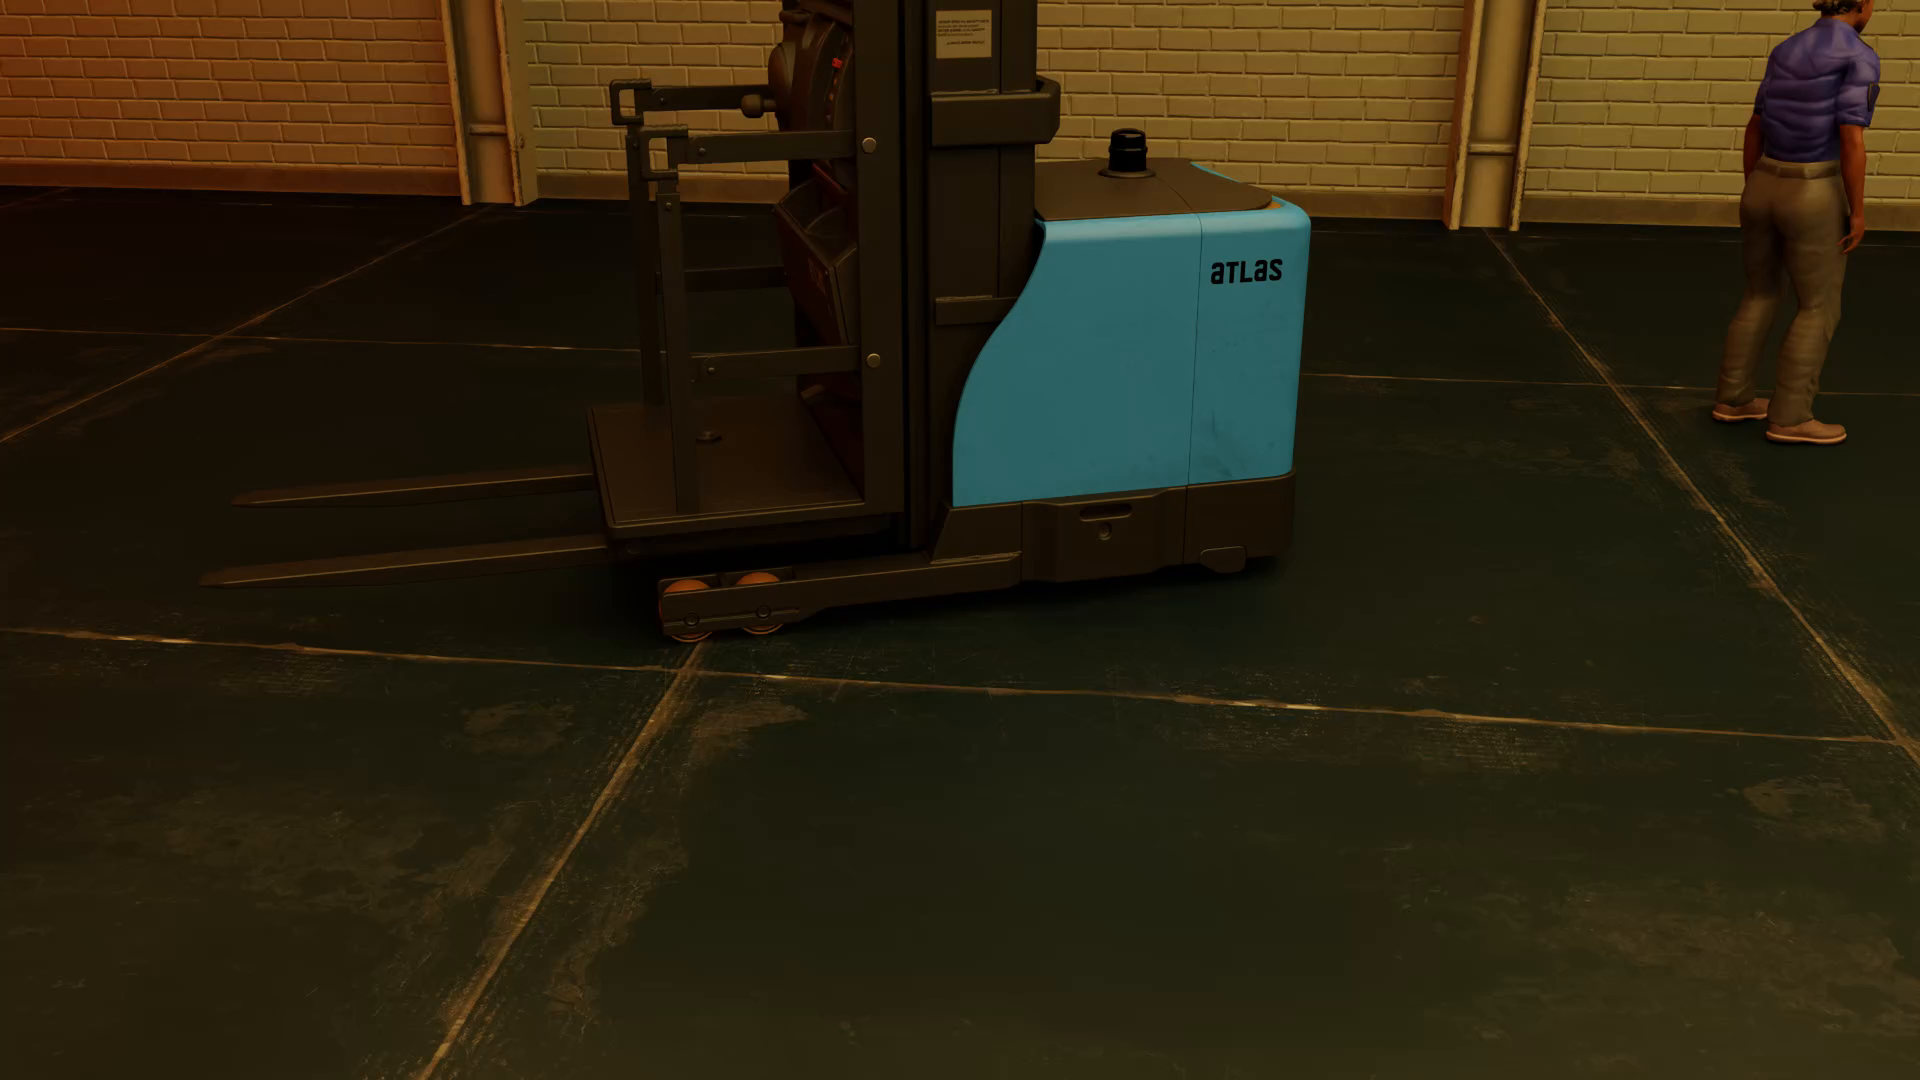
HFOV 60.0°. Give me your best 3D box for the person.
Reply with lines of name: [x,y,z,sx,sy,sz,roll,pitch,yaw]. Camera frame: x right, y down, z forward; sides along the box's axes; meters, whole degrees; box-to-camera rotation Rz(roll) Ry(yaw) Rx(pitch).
person: [3.004,-1.189,5.918,0.351,1.653,0.526,-9,24,-21]

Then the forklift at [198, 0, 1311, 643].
forklift: [-0.588,-1.301,4.485,3.031,2.935,1.130,-6,23,-14]
